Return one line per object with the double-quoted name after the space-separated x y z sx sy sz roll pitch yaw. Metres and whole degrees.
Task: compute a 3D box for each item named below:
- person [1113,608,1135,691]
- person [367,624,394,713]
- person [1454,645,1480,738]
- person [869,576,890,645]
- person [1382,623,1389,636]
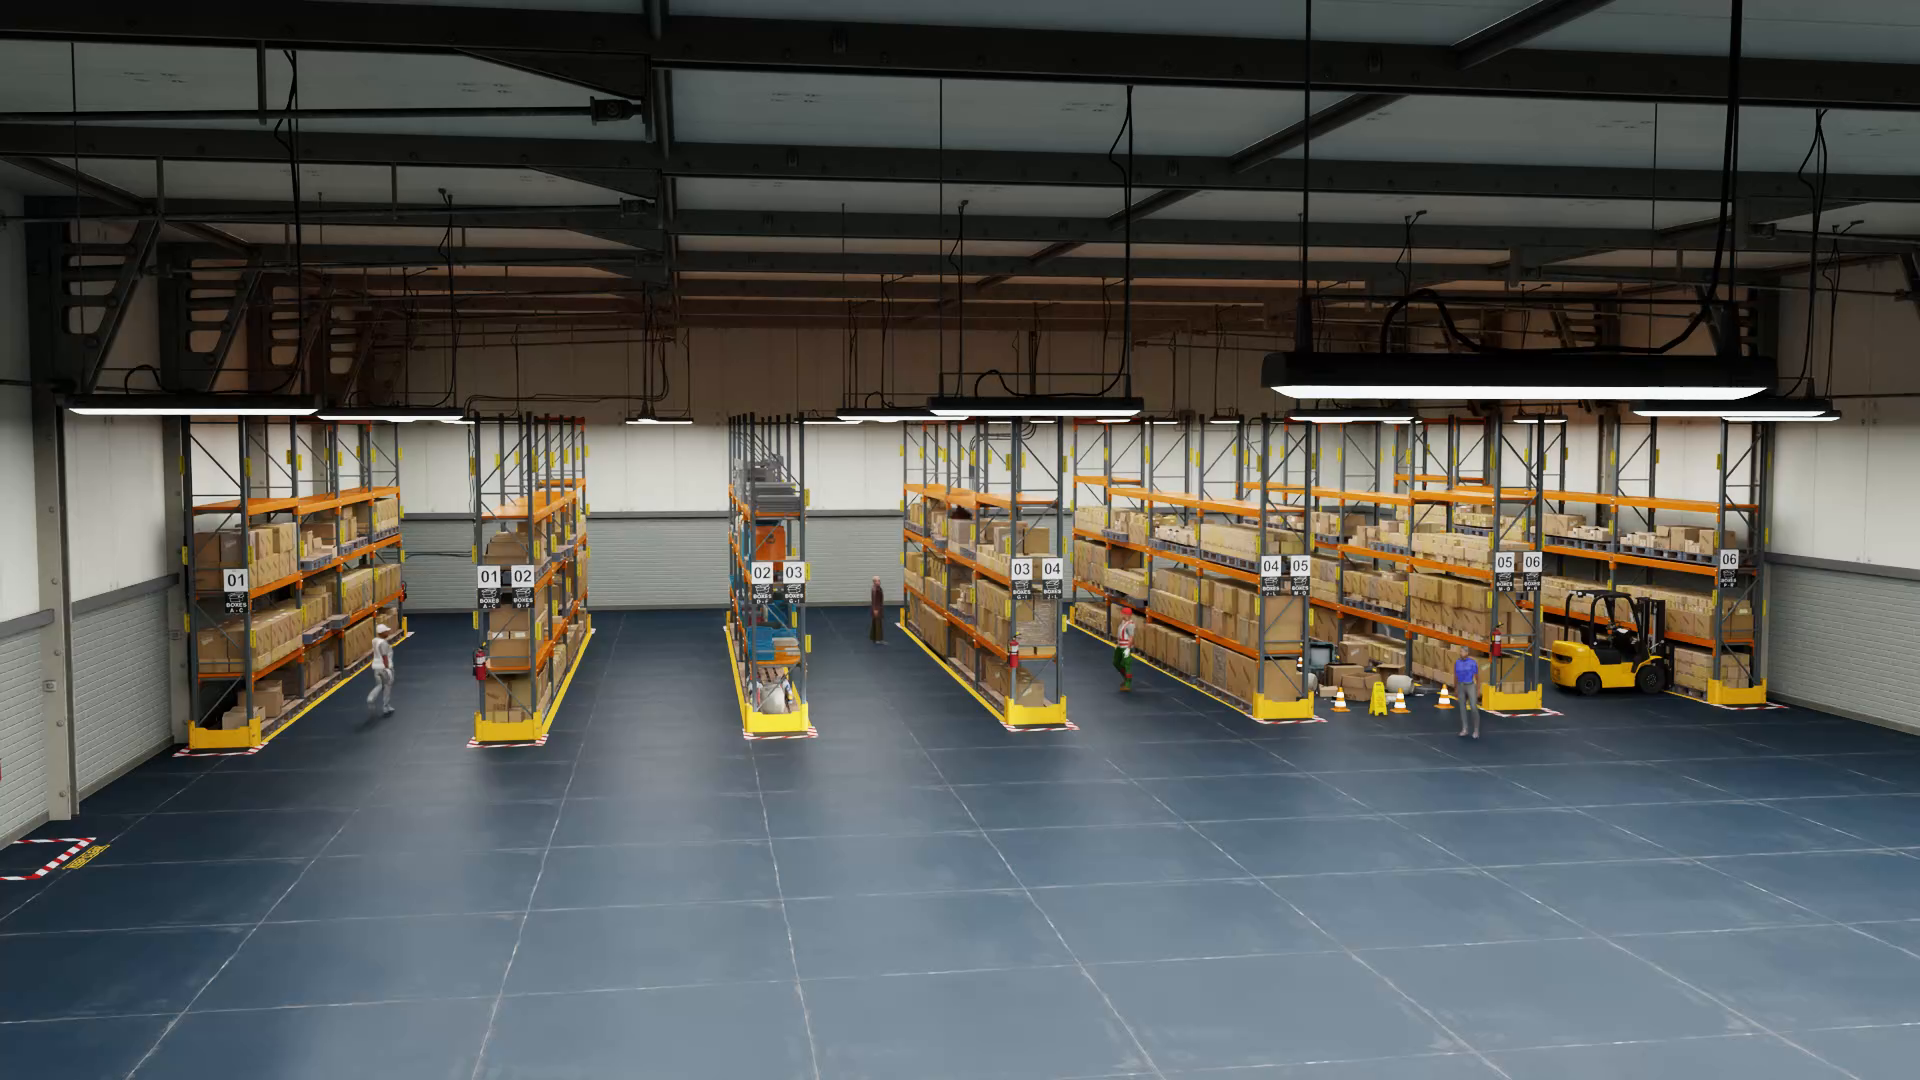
3.594 2.358 36.227 0.489 1.789 0.628 -2 4 -25 "person"
-11.559 2.563 33.184 0.538 1.779 0.610 2 4 25 "person"
9.404 2.817 30.839 0.555 1.689 0.344 3 5 39 "person"
-2.120 1.852 43.881 0.572 1.801 0.614 0 4 4 "person"
11.185 1.961 43.756 0.349 1.612 0.504 2 4 23 "person"
